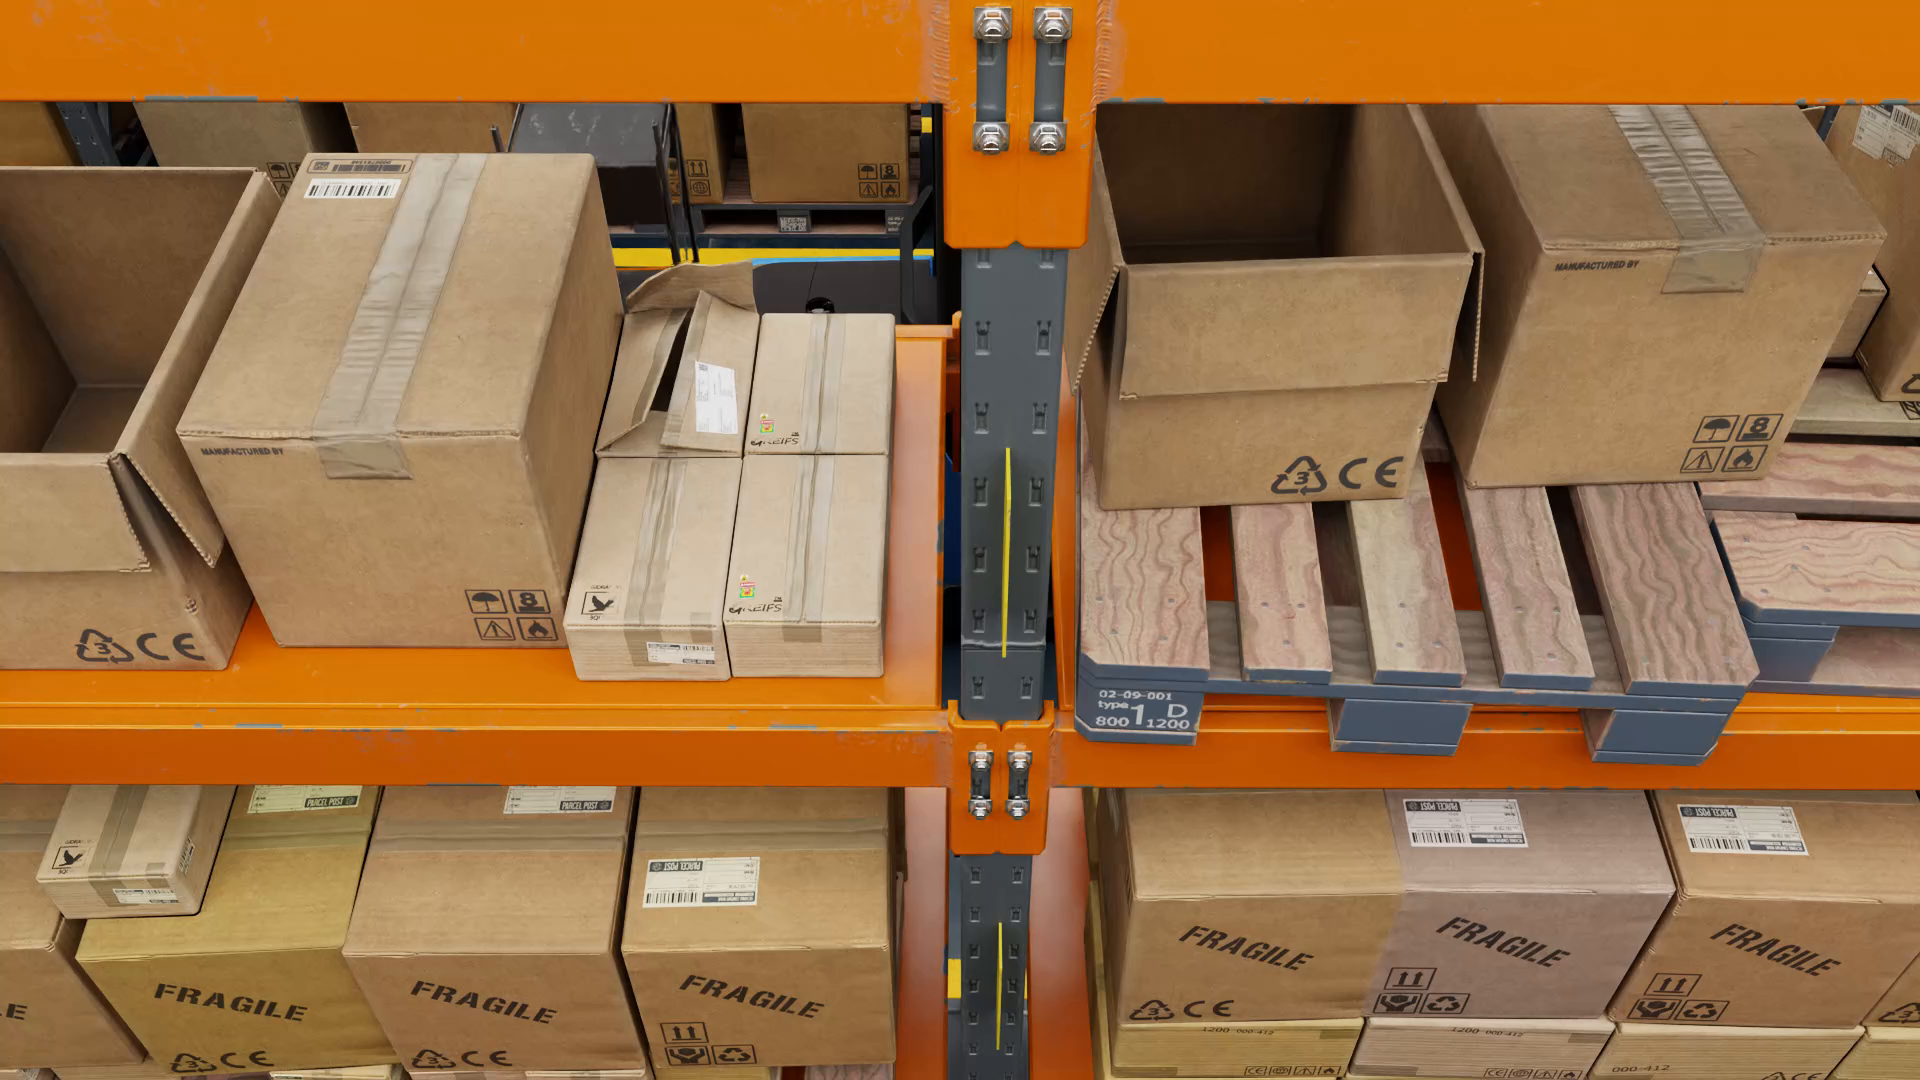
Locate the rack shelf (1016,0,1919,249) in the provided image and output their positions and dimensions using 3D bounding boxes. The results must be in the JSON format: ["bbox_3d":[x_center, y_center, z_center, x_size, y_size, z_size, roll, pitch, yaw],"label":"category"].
[{"bbox_3d":[2.067,-0.835,2.144,4.000,0.370,1.077,0,47,0],"label":"rack shelf"}]

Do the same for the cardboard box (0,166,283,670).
[{"bbox_3d":[-1.459,-0.218,2.784,0.637,0.503,0.797,0,47,0],"label":"cardboard box"}]

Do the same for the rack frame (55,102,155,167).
[{"bbox_3d":[-4.016,-2.812,7.319,0.127,3.000,1.000,0,47,0],"label":"rack frame"}]

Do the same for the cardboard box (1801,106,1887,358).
[{"bbox_3d":[1.445,-0.550,2.968,0.258,0.266,0.396,-1,47,-1],"label":"cardboard box"}]

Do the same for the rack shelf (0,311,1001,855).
[{"bbox_3d":[-1.933,0.040,3.106,4.000,0.370,1.077,0,47,0],"label":"rack shelf"}]

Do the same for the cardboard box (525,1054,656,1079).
[{"bbox_3d":[-0.782,1.020,3.636,0.250,0.149,0.380,0,47,0],"label":"cardboard box"}]

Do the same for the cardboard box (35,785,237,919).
[{"bbox_3d":[-1.570,0.525,3.211,0.250,0.149,0.380,-2,47,-2],"label":"cardboard box"}]

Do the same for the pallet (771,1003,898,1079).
[{"bbox_3d":[-0.646,0.963,3.935,1.003,0.211,1.213,0,47,0],"label":"pallet"}]

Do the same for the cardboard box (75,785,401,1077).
[{"bbox_3d":[-1.410,0.752,3.442,0.500,0.500,0.500,-3,47,-3],"label":"cardboard box"}]

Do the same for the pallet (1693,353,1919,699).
[{"bbox_3d":[1.829,-0.172,2.940,1.213,0.211,1.003,2,47,2],"label":"pallet"}]

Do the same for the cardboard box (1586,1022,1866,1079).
[{"bbox_3d":[1.588,0.898,3.626,0.500,0.250,0.500,0,47,0],"label":"cardboard box"}]

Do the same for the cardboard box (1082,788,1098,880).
[{"bbox_3d":[0.574,0.684,4.166,0.500,0.250,0.500,-1,47,-1],"label":"cardboard box"}]

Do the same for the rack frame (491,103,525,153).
[{"bbox_3d":[-1.413,-0.674,5.943,0.015,2.100,0.400,-2,47,-1],"label":"rack frame"}]

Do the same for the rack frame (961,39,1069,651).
[{"bbox_3d":[0.067,-1.222,1.740,0.127,3.000,1.000,0,47,0],"label":"rack frame"}]

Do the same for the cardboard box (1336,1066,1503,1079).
[{"bbox_3d":[1.069,1.047,3.829,0.500,0.250,0.500,-1,47,-1],"label":"cardboard box"}]

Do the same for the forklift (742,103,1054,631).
[{"bbox_3d":[0.622,-1.013,5.691,3.031,2.935,1.130,-1,47,-1],"label":"forklift"}]

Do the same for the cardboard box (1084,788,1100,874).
[{"bbox_3d":[0.552,0.518,3.979,0.500,0.250,0.500,0,47,0],"label":"cardboard box"}]

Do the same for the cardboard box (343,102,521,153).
[{"bbox_3d":[-2.430,-2.248,8.043,0.750,0.750,1.050,0,47,0],"label":"cardboard box"}]

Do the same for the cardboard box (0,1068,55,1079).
[{"bbox_3d":[-2.078,1.010,3.645,0.250,0.149,0.380,2,47,2],"label":"cardboard box"}]

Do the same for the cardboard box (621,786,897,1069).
[{"bbox_3d":[-0.389,0.746,3.448,0.500,0.500,0.500,-1,47,-1],"label":"cardboard box"}]

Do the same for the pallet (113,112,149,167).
[{"bbox_3d":[-4.776,-1.922,8.395,1.213,0.211,1.003,0,47,0],"label":"pallet"}]

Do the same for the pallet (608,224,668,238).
[{"bbox_3d":[-2.021,-1.914,8.388,1.213,0.211,1.003,0,47,0],"label":"pallet"}]

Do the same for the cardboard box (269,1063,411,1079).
[{"bbox_3d":[-1.309,1.023,3.633,0.250,0.149,0.380,1,47,1],"label":"cardboard box"}]

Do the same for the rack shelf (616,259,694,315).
[{"bbox_3d":[-1.169,-0.672,5.957,0.480,0.518,0.431,-2,47,-1],"label":"rack shelf"}]

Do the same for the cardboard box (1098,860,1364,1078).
[{"bbox_3d":[0.573,0.885,3.638,0.500,0.250,0.500,0,47,0],"label":"cardboard box"}]

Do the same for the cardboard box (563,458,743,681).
[{"bbox_3d":[-0.498,0.044,2.782,0.250,0.149,0.380,0,47,0],"label":"cardboard box"}]

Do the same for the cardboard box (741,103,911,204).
[{"bbox_3d":[-0.624,-2.246,8.041,0.750,0.750,1.050,0,47,0],"label":"cardboard box"}]

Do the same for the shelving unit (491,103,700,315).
[{"bbox_3d":[-1.169,-0.682,5.947,0.503,2.100,0.431,-2,47,-1],"label":"shelving unit"}]

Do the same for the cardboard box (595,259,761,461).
[{"bbox_3d":[-0.503,-0.280,3.004,0.258,0.266,0.396,0,47,0],"label":"cardboard box"}]

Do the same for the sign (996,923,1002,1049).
[{"bbox_3d":[0.074,0.852,3.171,0.005,0.325,0.100,0,47,0],"label":"sign"}]

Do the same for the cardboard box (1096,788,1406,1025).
[{"bbox_3d":[0.559,0.628,3.365,0.500,0.500,0.500,-1,47,-1],"label":"cardboard box"}]

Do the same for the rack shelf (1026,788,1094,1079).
[{"bbox_3d":[2.067,1.073,4.194,4.000,0.370,1.077,0,47,0],"label":"rack shelf"}]

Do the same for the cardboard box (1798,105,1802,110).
[{"bbox_3d":[4.378,-2.211,8.419,0.250,0.149,0.380,1,47,1],"label":"cardboard box"}]

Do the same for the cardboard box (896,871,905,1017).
[{"bbox_3d":[-0.262,0.936,3.714,0.250,0.149,0.380,2,47,2],"label":"cardboard box"}]

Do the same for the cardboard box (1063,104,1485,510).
[{"bbox_3d":[0.444,-0.488,2.748,0.637,0.503,0.797,-2,47,-2],"label":"cardboard box"}]

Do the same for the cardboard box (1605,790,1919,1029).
[{"bbox_3d":[1.573,0.635,3.359,0.500,0.500,0.500,1,47,1],"label":"cardboard box"}]
